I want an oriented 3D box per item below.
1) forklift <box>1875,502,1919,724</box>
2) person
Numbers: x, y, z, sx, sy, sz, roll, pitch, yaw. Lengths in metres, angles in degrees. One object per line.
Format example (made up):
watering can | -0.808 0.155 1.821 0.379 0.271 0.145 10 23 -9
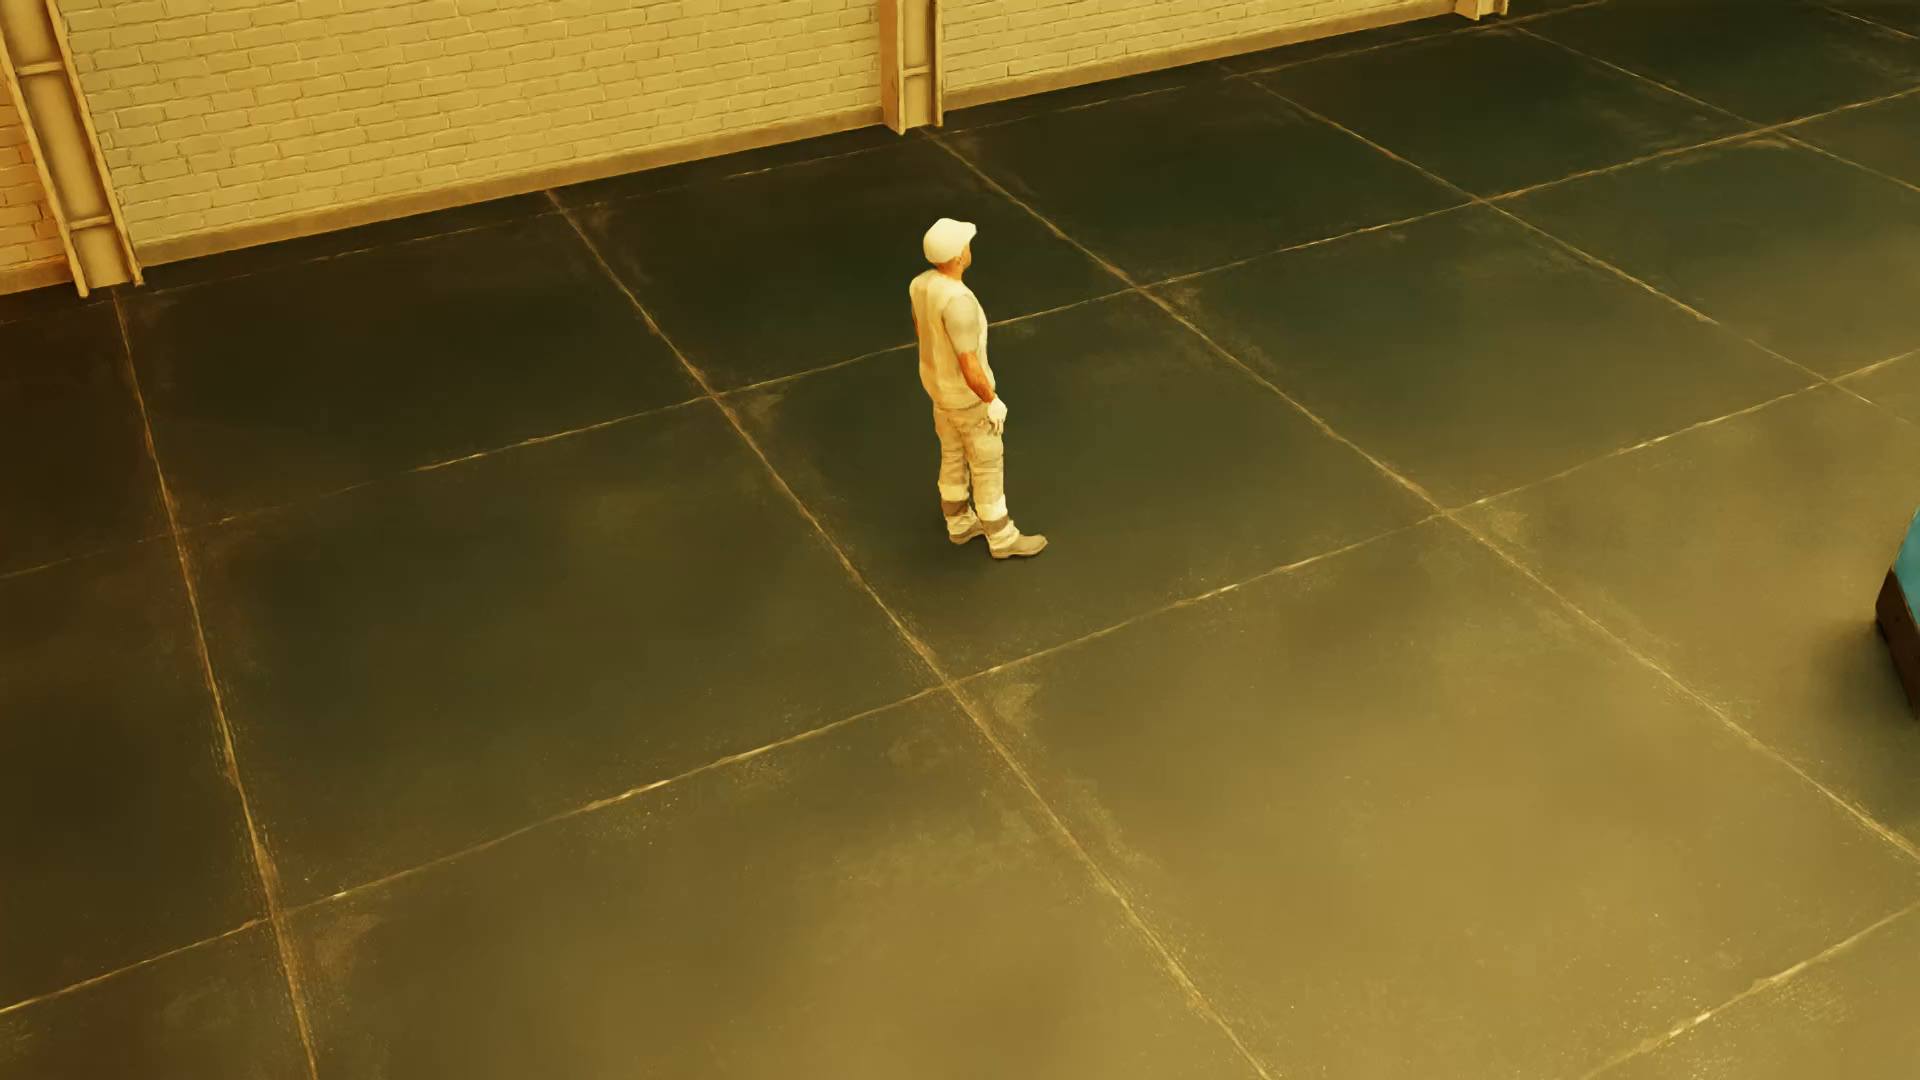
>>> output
forklift | 5.831 -0.383 6.664 3.031 2.935 1.130 7 36 10
person | 0.076 -0.753 8.165 0.563 1.787 0.637 -17 39 -23
